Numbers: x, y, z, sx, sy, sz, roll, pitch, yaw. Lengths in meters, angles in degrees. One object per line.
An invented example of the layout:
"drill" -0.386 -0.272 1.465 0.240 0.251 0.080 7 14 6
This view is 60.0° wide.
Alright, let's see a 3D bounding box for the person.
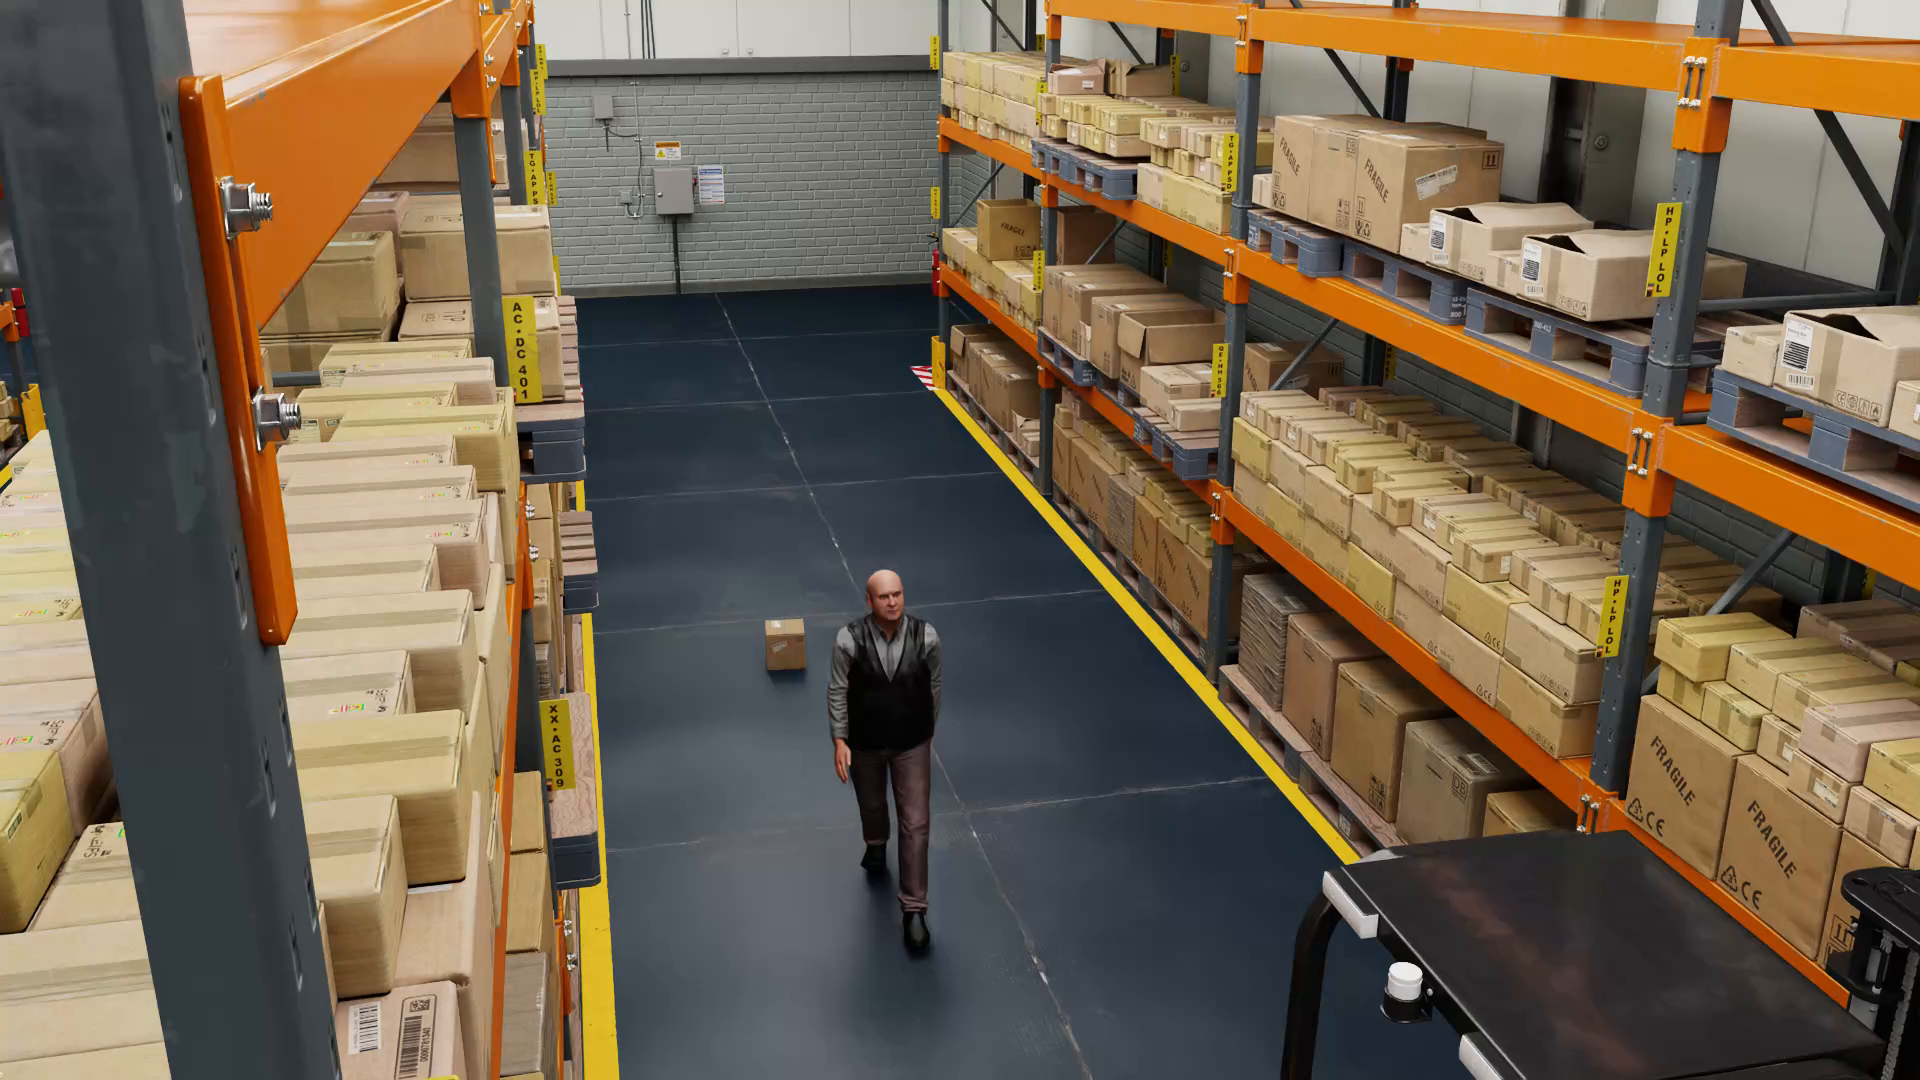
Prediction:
"person" -0.348 0.966 7.852 0.548 1.670 1.003 -1 20 -3
